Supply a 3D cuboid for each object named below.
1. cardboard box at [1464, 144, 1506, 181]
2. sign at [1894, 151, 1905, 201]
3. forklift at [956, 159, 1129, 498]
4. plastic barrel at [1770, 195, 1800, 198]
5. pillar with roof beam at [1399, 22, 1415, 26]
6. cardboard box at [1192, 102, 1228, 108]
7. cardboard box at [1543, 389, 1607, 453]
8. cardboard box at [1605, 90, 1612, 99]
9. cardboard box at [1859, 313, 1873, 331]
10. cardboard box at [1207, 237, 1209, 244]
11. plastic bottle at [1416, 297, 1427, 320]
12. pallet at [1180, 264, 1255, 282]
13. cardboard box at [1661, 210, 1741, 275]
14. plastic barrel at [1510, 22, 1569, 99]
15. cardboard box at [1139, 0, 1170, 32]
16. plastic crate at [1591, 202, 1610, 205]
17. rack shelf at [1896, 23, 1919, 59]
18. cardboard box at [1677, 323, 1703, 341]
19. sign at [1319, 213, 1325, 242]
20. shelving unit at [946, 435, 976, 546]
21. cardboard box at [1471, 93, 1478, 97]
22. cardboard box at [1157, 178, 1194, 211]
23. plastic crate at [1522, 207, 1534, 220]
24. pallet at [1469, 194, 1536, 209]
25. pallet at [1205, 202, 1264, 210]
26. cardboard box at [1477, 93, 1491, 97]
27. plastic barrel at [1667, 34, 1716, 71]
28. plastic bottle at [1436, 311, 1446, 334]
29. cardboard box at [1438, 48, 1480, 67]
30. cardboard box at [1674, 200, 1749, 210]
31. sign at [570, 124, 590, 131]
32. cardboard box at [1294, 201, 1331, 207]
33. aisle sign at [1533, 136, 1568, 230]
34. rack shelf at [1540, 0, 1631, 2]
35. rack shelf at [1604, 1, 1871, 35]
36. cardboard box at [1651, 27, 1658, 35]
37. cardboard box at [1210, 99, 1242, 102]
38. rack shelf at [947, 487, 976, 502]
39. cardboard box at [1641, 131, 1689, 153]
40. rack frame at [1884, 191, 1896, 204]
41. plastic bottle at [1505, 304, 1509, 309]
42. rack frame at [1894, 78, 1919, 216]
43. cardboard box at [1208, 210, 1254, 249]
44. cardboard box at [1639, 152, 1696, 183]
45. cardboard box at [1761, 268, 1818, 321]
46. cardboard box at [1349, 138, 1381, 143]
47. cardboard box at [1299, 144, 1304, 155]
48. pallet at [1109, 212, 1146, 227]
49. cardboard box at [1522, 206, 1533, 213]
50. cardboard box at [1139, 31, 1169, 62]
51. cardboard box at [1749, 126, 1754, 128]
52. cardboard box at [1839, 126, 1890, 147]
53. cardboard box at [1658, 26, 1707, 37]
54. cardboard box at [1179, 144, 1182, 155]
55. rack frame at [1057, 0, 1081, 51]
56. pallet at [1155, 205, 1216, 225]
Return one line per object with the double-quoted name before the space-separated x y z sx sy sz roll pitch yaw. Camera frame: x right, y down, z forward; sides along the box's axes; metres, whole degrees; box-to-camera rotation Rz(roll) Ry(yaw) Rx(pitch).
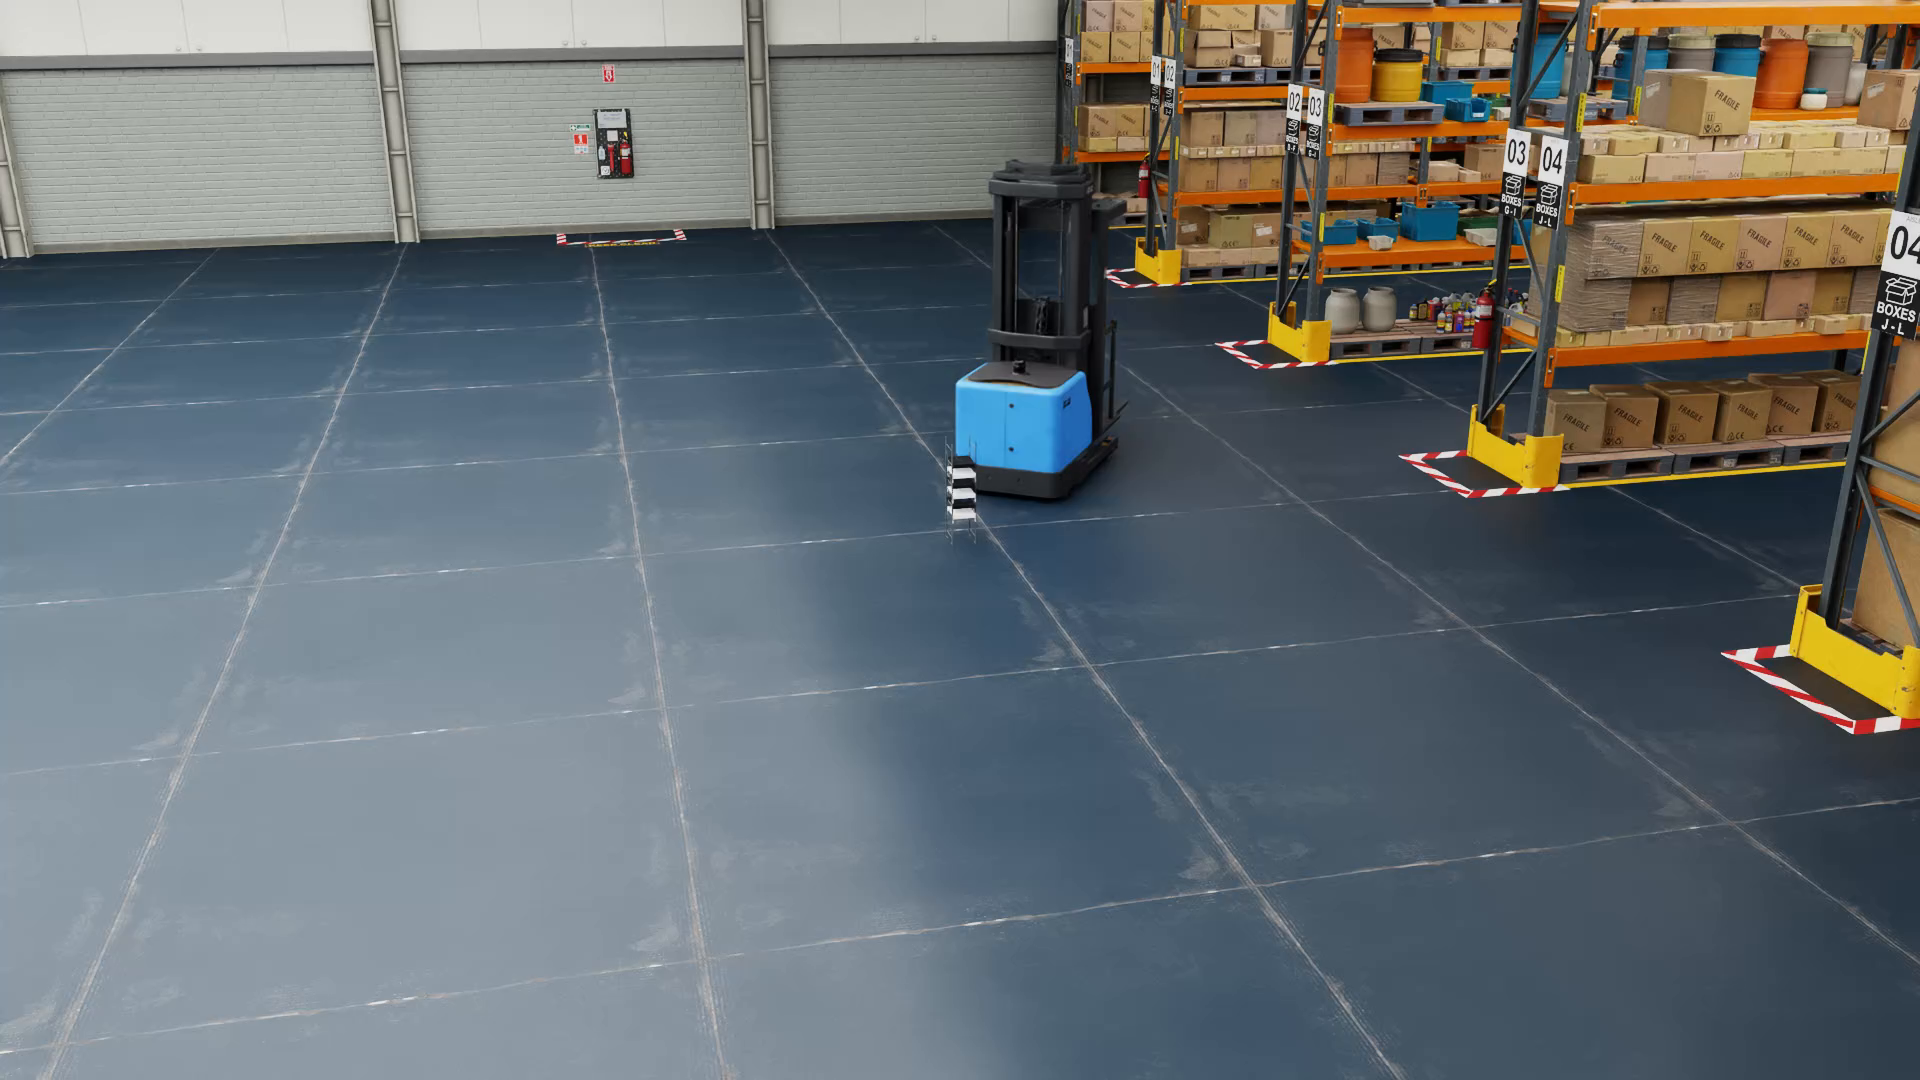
"cardboard box" 8.170 -5.867 25.825 0.500 0.500 0.500 -3 20 -9
"sign" 6.221 -2.392 10.950 0.005 0.325 0.100 -5 21 -12
"forklift" 0.948 -2.226 16.131 1.130 2.935 3.031 8 21 20
"plastic barrel" 10.573 -4.248 21.387 0.421 0.512 0.421 0 20 0
"pillar with roof beam" 9.182 -9.260 26.511 0.400 9.000 9.100 -5 21 -12
"cardboard box" 4.397 -7.453 29.400 0.500 0.500 0.500 -5 21 -14
"cardboard box" 5.901 -1.158 16.137 0.500 0.500 0.500 -1 20 -2
"cardboard box" 12.156 -8.362 31.084 0.500 0.250 0.500 -4 21 -11
"cardboard box" 8.795 -2.157 16.207 0.250 0.149 0.380 -5 21 -12
"cardboard box" 3.951 -4.498 25.618 0.500 0.250 0.500 -5 21 -12
"plastic bottle" 5.945 -2.987 21.417 0.133 0.283 0.061 -4 21 -11
"pallet" 3.748 -4.172 25.396 1.213 0.211 1.003 -5 21 -12
"cardboard box" 6.862 -2.776 15.500 0.500 0.500 0.500 -5 21 -12
"plastic barrel" 7.049 -5.863 20.258 0.708 0.901 0.600 -5 21 -12
"cardboard box" 3.297 -9.015 28.575 0.500 0.500 0.500 -4 21 -11
"plastic crate" 8.443 -4.236 21.423 0.583 0.464 0.402 -5 21 -12
"rack shelf" 11.128 -4.856 16.117 4.000 0.370 1.077 -5 21 -12
"cardboard box" 6.836 -2.016 15.823 0.250 0.149 0.380 -5 21 -12
"sign" 4.272 -3.694 19.635 0.005 0.325 0.100 -5 21 -12
"shelving unit" 0.008 -0.423 14.162 0.210 0.900 0.258 -5 21 -12
"cardboard box" 9.326 -8.218 30.661 0.250 0.149 0.380 -7 21 -20
"cardboard box" 3.844 -6.208 29.896 0.500 0.500 0.700 -6 21 -16
"plastic crate" 7.503 -4.037 21.064 0.504 0.338 0.767 -5 21 -12
"pallet" 10.440 -6.425 31.548 1.213 0.211 1.003 -5 21 -12
"pallet" 5.117 -6.007 30.405 1.213 0.211 1.003 -5 21 -12
"cardboard box" 10.037 -8.368 31.101 0.500 0.250 0.500 -4 21 -11
"plastic barrel" 9.124 -5.873 20.897 0.600 0.901 0.600 0 20 0
"plastic bottle" 5.986 -2.713 20.686 0.097 0.271 0.097 0 20 0
"cardboard box" 7.508 -7.304 25.139 0.500 0.250 0.500 -3 20 -7
"cardboard box" 7.229 -2.990 16.084 0.500 0.500 0.500 -5 21 -12
"sign" -6.456 -7.005 28.255 0.331 0.109 0.001 -5 21 -12
"cardboard box" 5.410 -4.970 25.819 0.500 0.500 0.500 -5 21 -12
"aisle sign" 5.298 -3.206 14.925 0.004 0.787 0.394 -5 21 -12
"rack shelf" 8.852 -8.173 25.170 4.000 0.370 1.077 -5 21 -12
"rack shelf" 9.988 -6.514 20.643 4.000 0.370 1.077 -5 21 -12
"cardboard box" 12.666 -9.643 31.133 0.500 0.500 0.700 -6 21 -15
"cardboard box" 4.753 -7.665 29.977 0.500 0.500 0.500 -5 21 -13
"rack shelf" 0.008 -0.392 14.173 0.200 0.077 0.258 -5 21 -12
"cardboard box" 6.384 -3.607 15.078 0.250 0.149 0.380 -4 20 -10
"rack frame" 11.935 -4.381 21.914 0.127 3.000 1.000 -5 21 -12
"plastic bottle" 6.932 -2.840 21.016 0.133 0.283 0.061 -5 21 -12
"rack frame" 6.332 -3.239 10.074 0.127 3.000 1.000 -5 21 -12
"cardboard box" 4.073 -4.673 25.007 0.500 0.500 0.500 -5 21 -12
"cardboard box" 6.318 -3.423 15.155 0.500 0.250 0.500 -5 21 -14
"cardboard box" 7.772 -2.477 16.139 0.500 0.500 0.875 -5 21 -12
"cardboard box" 5.984 -6.302 25.125 0.500 0.500 0.700 -5 21 -13
"cardboard box" 4.941 -5.838 24.803 0.250 0.149 0.380 -4 21 -12
"pallet" 2.742 -5.813 29.878 1.213 0.211 1.003 -5 21 -12
"cardboard box" 9.215 -5.182 26.672 0.500 0.311 0.500 -5 21 -14
"cardboard box" 3.288 -8.545 28.745 0.500 0.500 0.500 -4 20 -10
"cardboard box" 7.292 -3.862 15.774 0.250 0.149 0.380 -4 21 -11
"cardboard box" 8.427 -3.770 15.524 0.250 0.149 0.380 -6 21 -15
"cardboard box" 11.225 -7.997 25.825 0.500 0.500 0.500 -5 21 -12
"cardboard box" 3.341 -5.852 24.841 0.250 0.149 0.380 -5 21 -13
"rack frame" 1.870 -9.881 28.207 0.127 3.000 1.000 -5 21 -12
"pallet" 3.927 -5.909 30.138 1.213 0.211 1.003 -5 21 -12
